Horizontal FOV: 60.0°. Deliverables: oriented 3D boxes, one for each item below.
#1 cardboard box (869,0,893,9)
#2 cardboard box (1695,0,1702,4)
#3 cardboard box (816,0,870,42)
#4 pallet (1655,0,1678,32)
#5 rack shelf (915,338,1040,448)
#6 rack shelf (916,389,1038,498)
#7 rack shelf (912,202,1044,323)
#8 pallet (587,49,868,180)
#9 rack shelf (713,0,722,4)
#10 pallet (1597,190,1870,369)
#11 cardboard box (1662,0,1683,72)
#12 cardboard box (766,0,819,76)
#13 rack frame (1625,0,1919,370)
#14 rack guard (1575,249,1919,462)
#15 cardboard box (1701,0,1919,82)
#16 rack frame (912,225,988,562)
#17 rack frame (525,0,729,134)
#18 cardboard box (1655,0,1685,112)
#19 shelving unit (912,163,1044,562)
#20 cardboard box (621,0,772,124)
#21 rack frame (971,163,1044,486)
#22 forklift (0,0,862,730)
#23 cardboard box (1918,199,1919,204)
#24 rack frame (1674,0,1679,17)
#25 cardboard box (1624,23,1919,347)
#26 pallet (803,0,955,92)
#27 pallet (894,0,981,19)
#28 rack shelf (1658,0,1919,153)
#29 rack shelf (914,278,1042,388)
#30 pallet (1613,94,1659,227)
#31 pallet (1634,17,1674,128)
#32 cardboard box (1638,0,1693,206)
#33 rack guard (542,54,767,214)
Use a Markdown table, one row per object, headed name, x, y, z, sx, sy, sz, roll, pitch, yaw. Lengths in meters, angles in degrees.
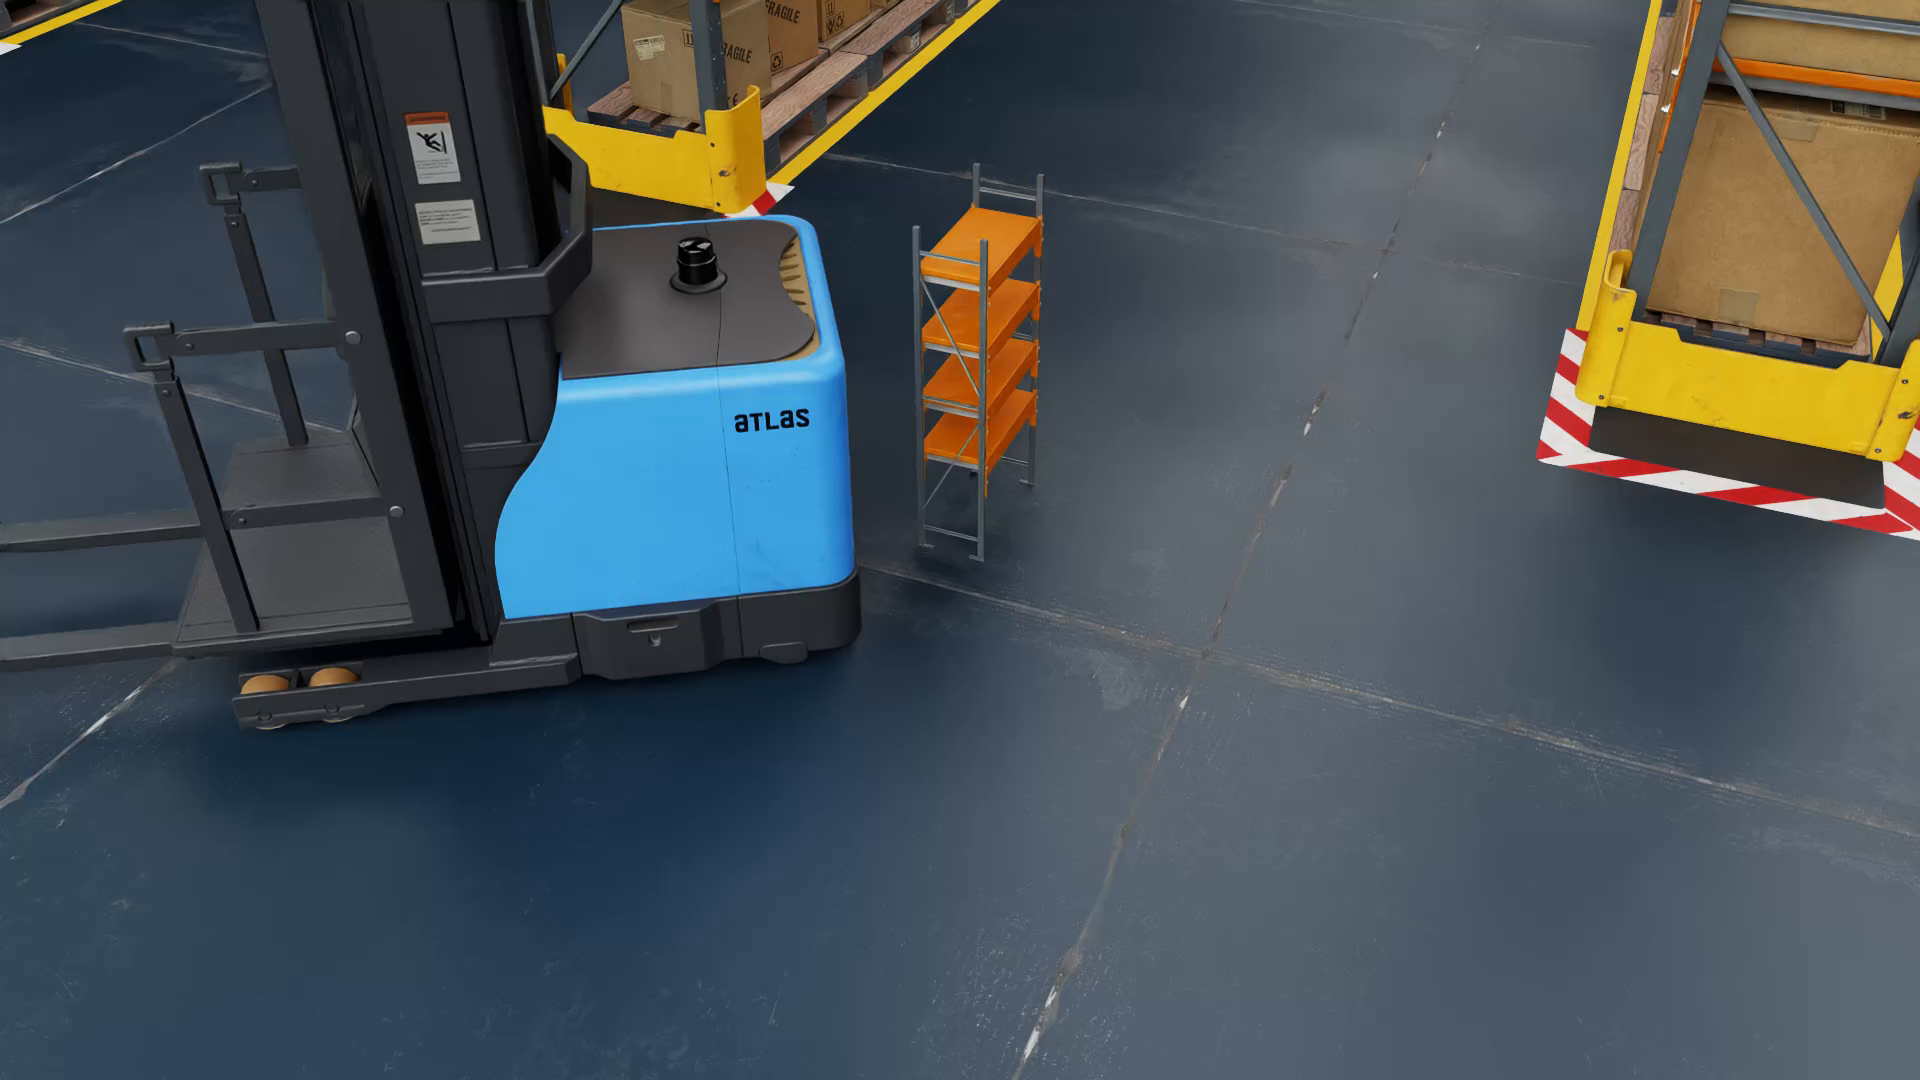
| name | x | y | z | sx | sy | sz | roll | pitch | yaw |
| --- | --- | --- | --- | --- | --- | --- | --- | --- | --- |
| cardboard box | -0.587 | -3.393 | 9.522 | 0.500 | 0.500 | 0.500 | 11 | 38 | 14 |
| cardboard box | 3.291 | -2.304 | 6.202 | 0.875 | 0.550 | 0.550 | 14 | 39 | 18 |
| cardboard box | -0.841 | -3.095 | 9.122 | 0.500 | 0.500 | 0.500 | 18 | 40 | 22 |
| pallet | 4.749 | -3.261 | 9.936 | 1.003 | 0.211 | 1.213 | 14 | 39 | 18 |
| rack shelf | 0.063 | -0.518 | 5.554 | 0.258 | 0.148 | 0.480 | 14 | 39 | 18 |
| rack shelf | 0.063 | -0.359 | 5.673 | 0.258 | 0.148 | 0.480 | 14 | 39 | 18 |
| rack shelf | 0.063 | -0.887 | 5.278 | 0.258 | 0.148 | 0.480 | 14 | 39 | 18 |
| pallet | -1.175 | -2.272 | 8.613 | 1.003 | 0.211 | 1.213 | 14 | 39 | 18 |
| rack shelf | -0.785 | -3.724 | 8.827 | 1.077 | 0.370 | 4.000 | 14 | 39 | 18 |
| pallet | 3.235 | -1.062 | 6.995 | 1.003 | 0.211 | 1.213 | 14 | 39 | 18 |
| cardboard box | 4.221 | -2.918 | 8.573 | 0.875 | 0.875 | 0.875 | 14 | 39 | 18 |
| cardboard box | -1.097 | -2.752 | 8.664 | 0.500 | 0.500 | 0.500 | 25 | 43 | 29 |
| rack frame | 3.003 | -1.719 | 5.544 | 1.000 | 3.000 | 0.127 | 14 | 39 | 18 |
| rack guard | 2.994 | -0.704 | 6.275 | 1.175 | 0.500 | 0.348 | 14 | 39 | 18 |
| cardboard box | 3.102 | -1.995 | 5.788 | 0.875 | 0.550 | 0.550 | 14 | 39 | 18 |
| rack frame | -0.030 | -0.437 | 5.333 | 0.240 | 1.200 | 0.015 | 14 | 39 | 18 |
| rack frame | -1.546 | -2.905 | 7.131 | 1.000 | 3.000 | 0.127 | 14 | 39 | 18 |
| cardboard box | 3.881 | -2.418 | 7.904 | 0.875 | 0.875 | 0.875 | 14 | 39 | 18 |
| shelving unit | 0.063 | -0.572 | 5.513 | 0.258 | 1.200 | 0.503 | 14 | 39 | 18 |
| cardboard box | -1.293 | -2.414 | 8.211 | 0.500 | 0.500 | 0.500 | 21 | 42 | 26 |
| rack frame | 0.156 | -0.707 | 5.694 | 0.240 | 1.200 | 0.015 | 14 | 39 | 18 |
| forklift | -1.876 | -0.947 | 4.569 | 3.031 | 2.935 | 1.130 | -6 | 37 | -8 |
| cardboard box | 4.883 | -1.840 | 7.792 | 0.500 | 0.500 | 0.500 | 21 | 42 | 25 |
| rack frame | 4.525 | -3.933 | 8.507 | 1.000 | 3.000 | 0.127 | 14 | 39 | 18 |
| cardboard box | 3.200 | -1.426 | 6.577 | 0.875 | 0.875 | 0.875 | 14 | 39 | 18 |
| pallet | -0.709 | -2.945 | 9.513 | 1.003 | 0.211 | 1.213 | 14 | 39 | 18 |
| pallet | -0.247 | -3.622 | 10.420 | 1.003 | 0.211 | 1.213 | 14 | 39 | 18 |
| rack shelf | 3.764 | -2.538 | 7.241 | 1.077 | 0.370 | 4.000 | 14 | 39 | 18 |
| rack shelf | 0.063 | -0.698 | 5.420 | 0.258 | 0.148 | 0.480 | 14 | 39 | 18 |
| pallet | 3.700 | -1.735 | 7.896 | 1.003 | 0.211 | 1.213 | 14 | 39 | 18 |
| pallet | 4.163 | -2.413 | 8.802 | 1.003 | 0.211 | 1.213 | 14 | 39 | 18 |
| cardboard box | 3.533 | -1.914 | 7.229 | 0.875 | 0.875 | 0.875 | 13 | 39 | 17 |
| rack guard | -1.517 | -1.945 | 7.935 | 1.175 | 0.500 | 0.348 | 14 | 39 | 18 |
